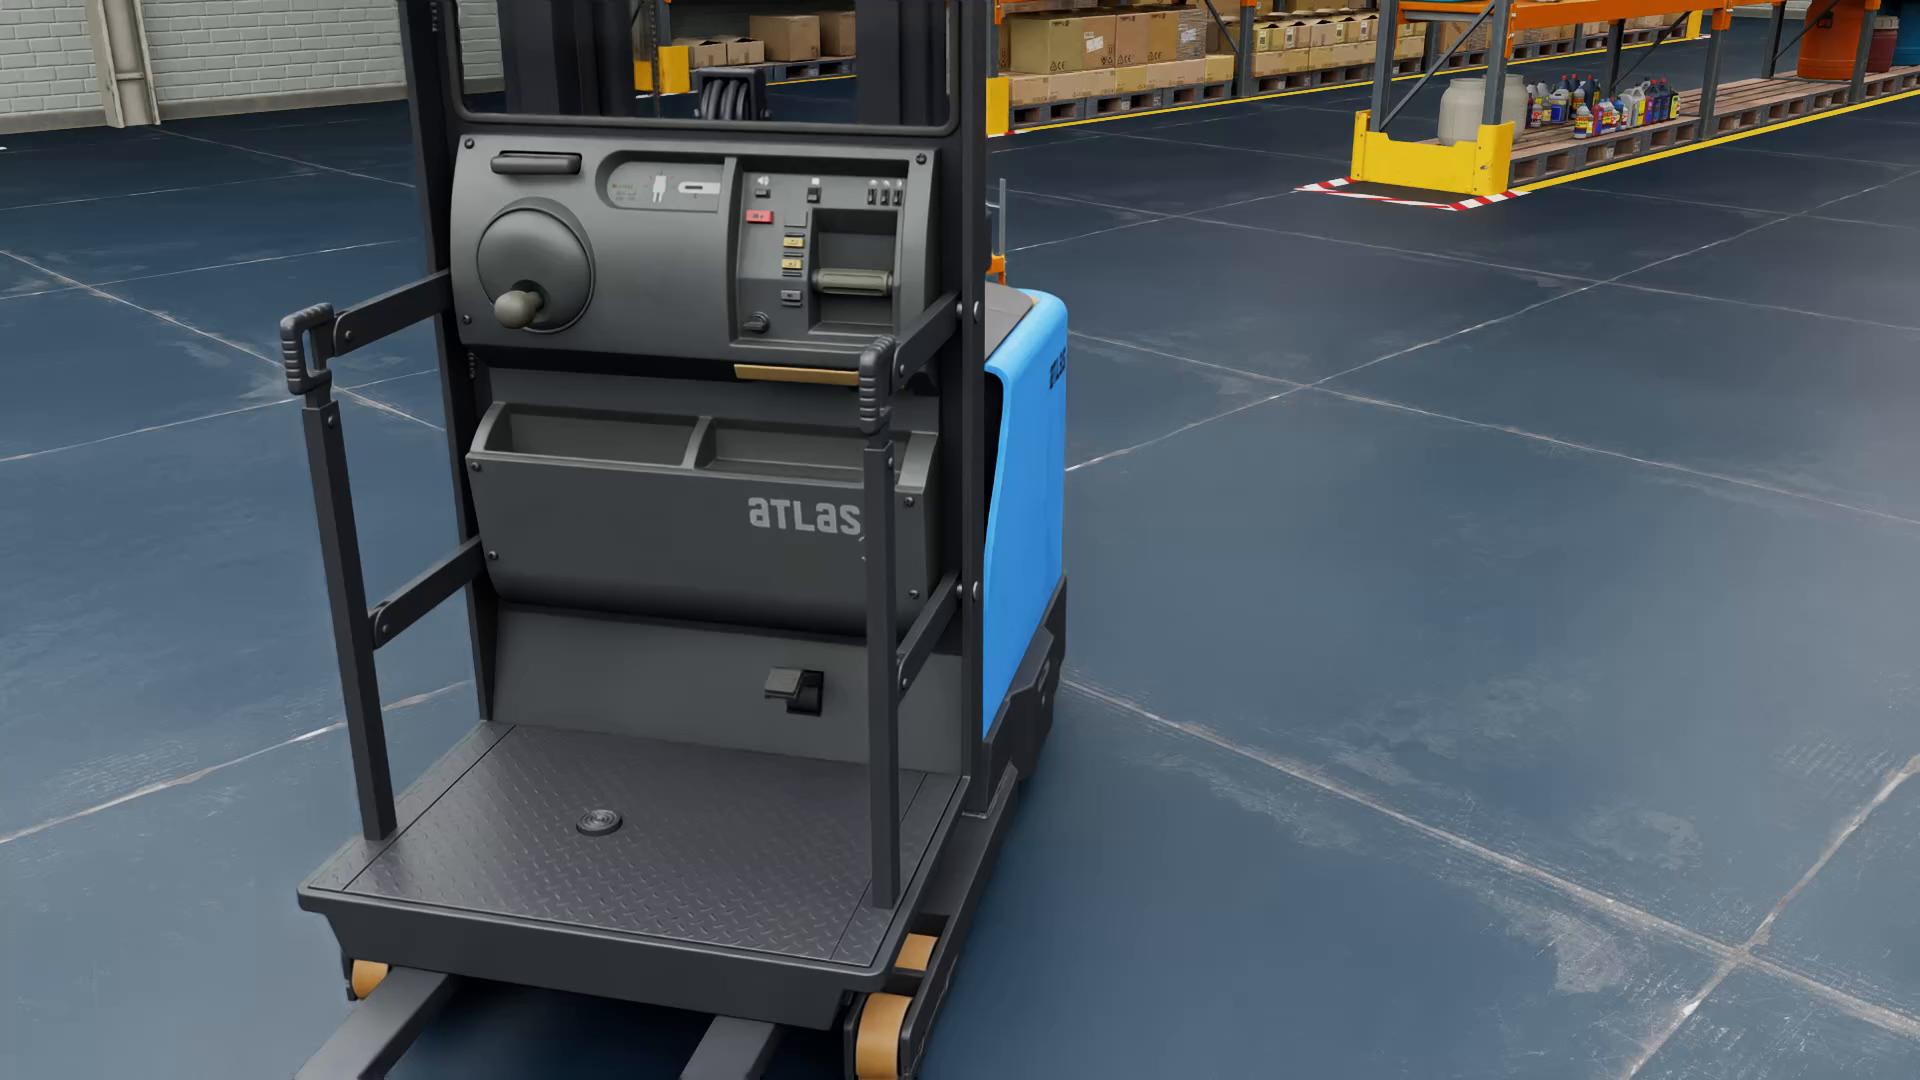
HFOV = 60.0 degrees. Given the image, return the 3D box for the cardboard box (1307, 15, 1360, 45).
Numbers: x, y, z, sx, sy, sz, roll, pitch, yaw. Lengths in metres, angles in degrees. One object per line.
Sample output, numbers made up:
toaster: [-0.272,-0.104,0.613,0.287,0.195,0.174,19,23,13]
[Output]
cardboard box: [4.283,-5.930,19.287,0.500,0.311,0.500,-19,28,-41]

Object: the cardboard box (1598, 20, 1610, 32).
cardboard box: [9.369,-7.534,24.331,0.380,0.166,0.250,19,28,41]

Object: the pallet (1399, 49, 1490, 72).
pallet: [6.083,-6.225,21.476,1.003,0.211,1.213,19,28,41]

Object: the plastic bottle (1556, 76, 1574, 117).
plastic bottle: [5.299,-3.892,14.599,0.144,0.351,0.185,18,27,38]

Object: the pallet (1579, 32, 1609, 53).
pallet: [8.805,-7.247,24.136,1.003,0.211,1.213,19,28,41]

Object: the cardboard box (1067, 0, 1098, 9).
cardboard box: [1.518,-7.424,23.579,0.500,0.500,0.700,-20,29,-41]

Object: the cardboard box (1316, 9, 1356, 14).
cardboard box: [4.599,-6.320,20.303,0.500,0.311,0.500,18,28,39]

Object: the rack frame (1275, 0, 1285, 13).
rack frame: [4.774,-9.611,26.400,1.000,3.000,0.127,19,28,41]

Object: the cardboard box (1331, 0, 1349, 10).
cardboard box: [6.081,-9.067,27.882,0.500,0.500,0.700,-19,28,-41]

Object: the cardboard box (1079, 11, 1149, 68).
cardboard box: [1.536,-5.018,16.650,0.500,0.500,0.500,19,28,41]

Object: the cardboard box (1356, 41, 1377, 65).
cardboard box: [4.633,-5.799,19.727,0.500,0.250,0.500,-19,28,-41]

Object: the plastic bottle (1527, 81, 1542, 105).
plastic bottle: [4.873,-3.735,14.190,0.185,0.351,0.144,-19,28,-40]

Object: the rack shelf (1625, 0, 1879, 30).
rack shelf: [7.686,-5.254,16.065,1.077,0.370,4.000,19,28,41]

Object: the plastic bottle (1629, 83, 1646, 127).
plastic bottle: [5.689,-3.674,14.032,0.144,0.351,0.185,19,28,40]

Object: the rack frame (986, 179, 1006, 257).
rack frame: [0.054,-0.580,5.411,0.240,1.200,0.006,19,28,41]

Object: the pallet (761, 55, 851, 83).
pallet: [-2.102,-5.757,20.258,1.003,0.211,1.213,19,28,41]

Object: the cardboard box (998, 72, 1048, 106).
cardboard box: [0.488,-4.283,15.783,0.500,0.250,0.500,19,28,41]

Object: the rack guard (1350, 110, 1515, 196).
rack guard: [3.520,-2.912,12.453,1.175,0.500,0.348,19,28,41]

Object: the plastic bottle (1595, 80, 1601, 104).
plastic bottle: [5.755,-4.035,15.081,0.097,0.271,0.097,0,21,0]

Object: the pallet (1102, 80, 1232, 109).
pallet: [2.160,-4.821,17.822,1.003,0.211,1.213,19,28,41]

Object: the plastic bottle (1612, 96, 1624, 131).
plastic bottle: [5.439,-3.533,13.775,0.097,0.271,0.097,0,21,0]

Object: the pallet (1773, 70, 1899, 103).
pallet: [9.601,-5.015,18.328,1.003,0.211,1.213,19,28,41]

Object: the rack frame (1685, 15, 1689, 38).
rack frame: [11.116,-9.401,25.852,1.000,3.000,0.127,19,28,41]

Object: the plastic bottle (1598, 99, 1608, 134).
plastic bottle: [5.228,-3.455,13.573,0.097,0.271,0.097,0,21,0]

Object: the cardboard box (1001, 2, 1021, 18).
cardboard box: [0.404,-7.053,22.615,0.700,0.500,0.500,20,28,41]

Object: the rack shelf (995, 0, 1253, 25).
rack shelf: [1.349,-5.466,16.618,1.077,0.370,4.000,19,28,41]

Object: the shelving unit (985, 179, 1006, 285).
shelving unit: [-0.010,-0.556,5.350,0.258,1.200,0.189,19,28,41]

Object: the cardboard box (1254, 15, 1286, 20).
cardboard box: [3.530,-5.929,19.285,0.500,0.311,0.500,19,28,40]

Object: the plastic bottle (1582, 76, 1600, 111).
plastic bottle: [5.534,-3.905,14.631,0.144,0.351,0.185,19,28,41]

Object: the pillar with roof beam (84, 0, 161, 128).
pillar with roof beam: [-4.830,-7.104,11.514,9.100,9.000,0.400,19,28,41]

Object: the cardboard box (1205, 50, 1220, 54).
cardboard box: [2.826,-5.408,18.710,0.500,0.250,0.500,19,28,40]

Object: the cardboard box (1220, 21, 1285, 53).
cardboard box: [3.211,-5.534,18.258,0.500,0.311,0.500,19,28,41]

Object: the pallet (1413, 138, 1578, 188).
pallet: [4.090,-2.984,13.045,1.003,0.211,1.213,19,28,41]

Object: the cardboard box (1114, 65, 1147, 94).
cardboard box: [1.535,-4.668,16.785,0.500,0.250,0.500,19,28,41]

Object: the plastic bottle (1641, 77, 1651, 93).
plastic bottle: [5.945,-3.843,14.470,0.144,0.351,0.185,19,28,41]

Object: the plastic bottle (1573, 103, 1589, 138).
plastic bottle: [4.989,-3.367,13.343,0.097,0.271,0.097,0,21,0]

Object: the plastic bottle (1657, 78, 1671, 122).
plastic bottle: [6.048,-3.807,14.376,0.144,0.351,0.185,18,28,39]

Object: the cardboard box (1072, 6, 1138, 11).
cardboard box: [1.499,-5.281,17.335,0.500,0.500,0.500,19,28,41]

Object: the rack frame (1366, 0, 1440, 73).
rack frame: [5.535,-7.344,20.502,1.000,3.000,0.127,19,28,41]

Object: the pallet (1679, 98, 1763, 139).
pallet: [6.811,-3.985,15.649,1.003,0.211,1.213,19,28,41]

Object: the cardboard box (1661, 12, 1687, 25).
cardboard box: [10.913,-8.238,25.697,0.500,0.500,0.500,19,28,41]

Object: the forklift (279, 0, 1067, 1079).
forklift: [-0.550,-0.531,2.871,1.130,2.935,3.031,5,22,12]

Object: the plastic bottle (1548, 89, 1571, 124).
plastic bottle: [5.126,-3.717,14.248,0.152,0.276,0.135,19,28,41]

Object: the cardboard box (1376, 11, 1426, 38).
cardboard box: [5.346,-6.322,20.308,0.500,0.311,0.500,-19,28,-41]

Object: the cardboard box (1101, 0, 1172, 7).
cardboard box: [2.590,-7.932,24.441,0.750,0.750,0.750,19,28,40]

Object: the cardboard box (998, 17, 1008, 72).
cardboard box: [0.115,-4.763,15.987,0.500,0.500,0.500,19,28,41]

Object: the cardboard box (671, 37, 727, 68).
cardboard box: [-3.051,-5.632,19.182,0.500,0.311,0.500,15,26,35]

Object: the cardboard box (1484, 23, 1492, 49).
cardboard box: [6.772,-6.692,21.675,0.500,0.500,0.500,19,28,40]

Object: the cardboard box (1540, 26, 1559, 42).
cardboard box: [7.836,-7.088,22.704,0.500,0.500,0.500,19,28,41]

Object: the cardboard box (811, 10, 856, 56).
cardboard box: [-1.503,-6.317,20.699,0.500,0.500,0.500,17,27,37]

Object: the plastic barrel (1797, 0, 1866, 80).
plastic barrel: [9.410,-5.417,17.926,0.600,0.830,0.708,19,28,41]

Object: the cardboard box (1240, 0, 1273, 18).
cardboard box: [4.413,-8.604,26.191,0.750,0.750,0.750,20,28,41]

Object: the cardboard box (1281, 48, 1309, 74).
cardboard box: [3.561,-5.401,18.694,0.500,0.250,0.500,-19,28,-41]

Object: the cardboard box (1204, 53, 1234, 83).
cardboard box: [2.578,-5.055,17.792,0.500,0.250,0.500,19,28,41]

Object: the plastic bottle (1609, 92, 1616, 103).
plastic bottle: [5.496,-3.629,14.007,0.061,0.283,0.133,19,28,41]

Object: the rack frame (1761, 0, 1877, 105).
rack frame: [9.081,-6.104,17.274,1.000,3.000,0.127,19,28,41]

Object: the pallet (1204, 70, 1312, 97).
pallet: [3.231,-5.214,18.845,1.003,0.211,1.213,19,28,41]
